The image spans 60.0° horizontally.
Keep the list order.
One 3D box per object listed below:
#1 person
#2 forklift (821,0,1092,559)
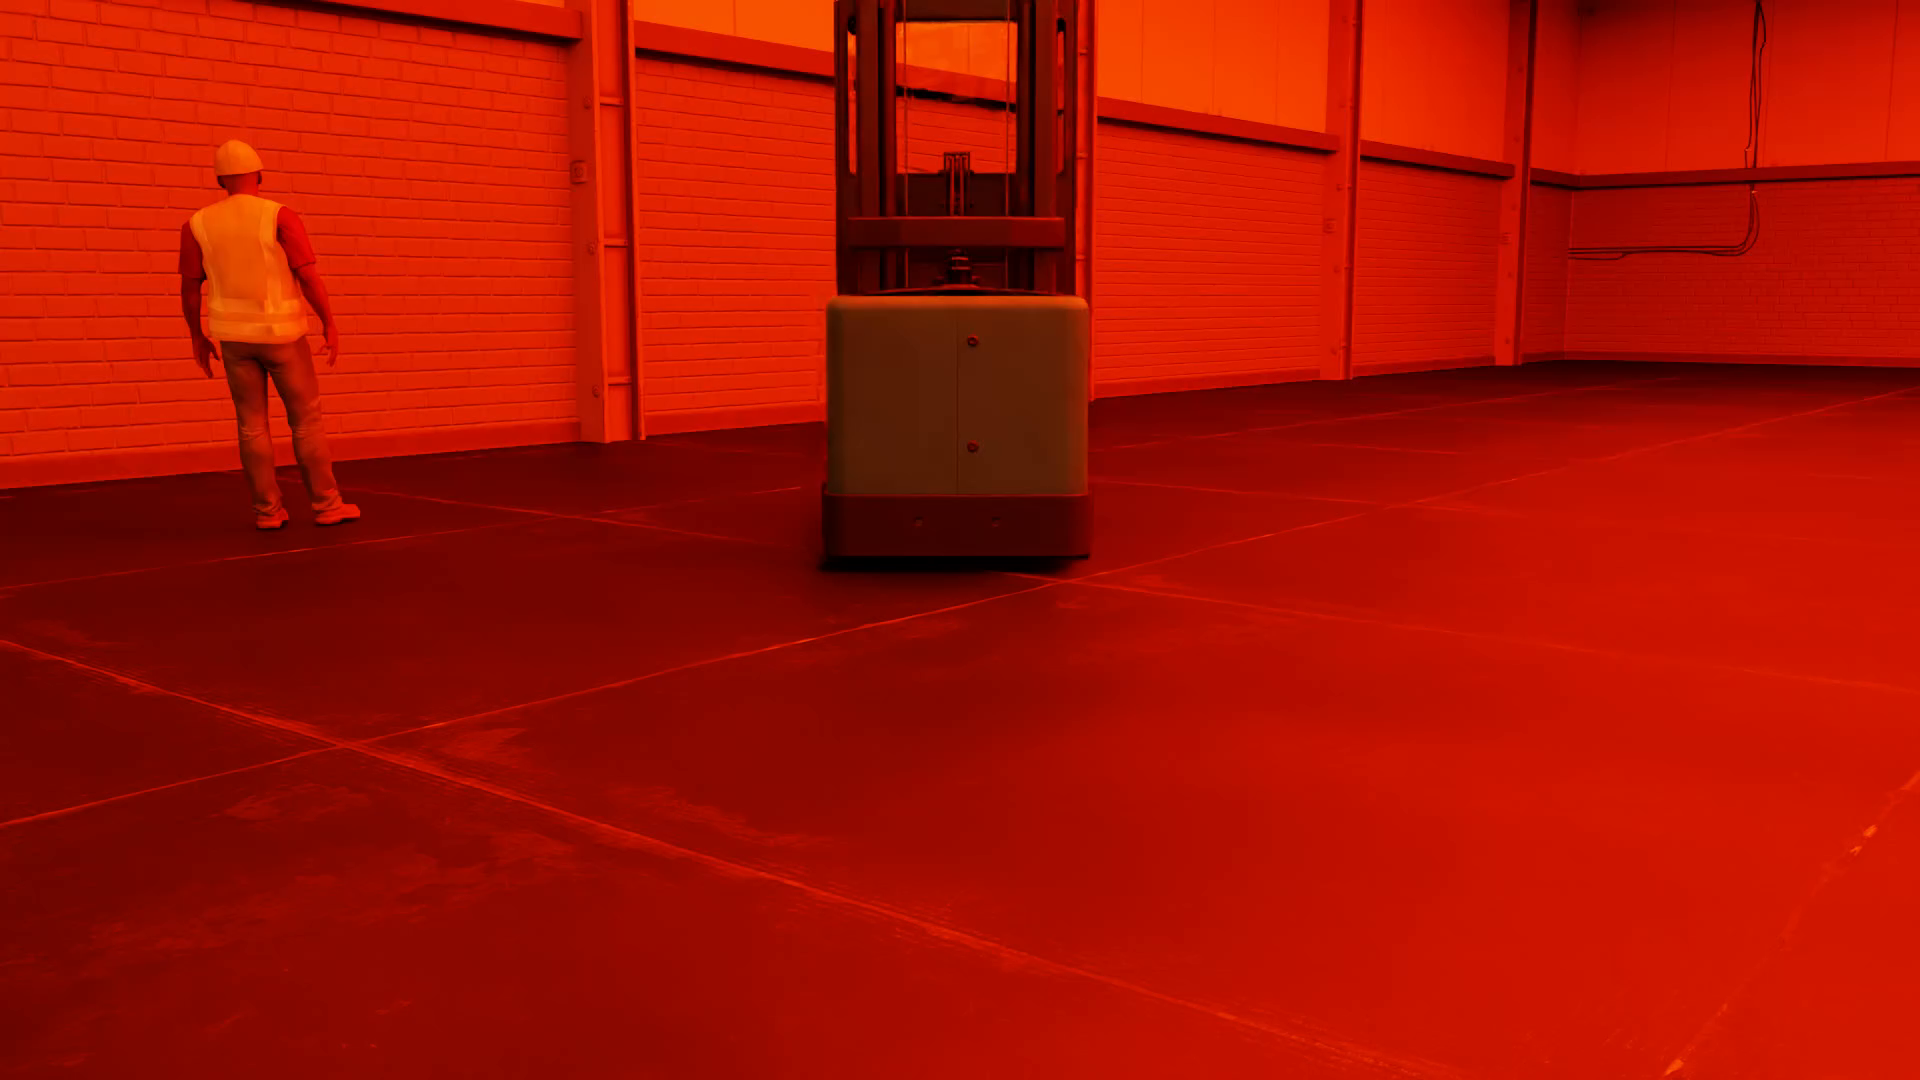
[{"bbox_3d":[-3.214,-0.946,7.718,0.666,1.765,0.578,0,8,-3],"label":"person"},{"bbox_3d":[-0.019,-1.534,7.766,1.130,2.935,3.031,0,8,0],"label":"forklift"}]
